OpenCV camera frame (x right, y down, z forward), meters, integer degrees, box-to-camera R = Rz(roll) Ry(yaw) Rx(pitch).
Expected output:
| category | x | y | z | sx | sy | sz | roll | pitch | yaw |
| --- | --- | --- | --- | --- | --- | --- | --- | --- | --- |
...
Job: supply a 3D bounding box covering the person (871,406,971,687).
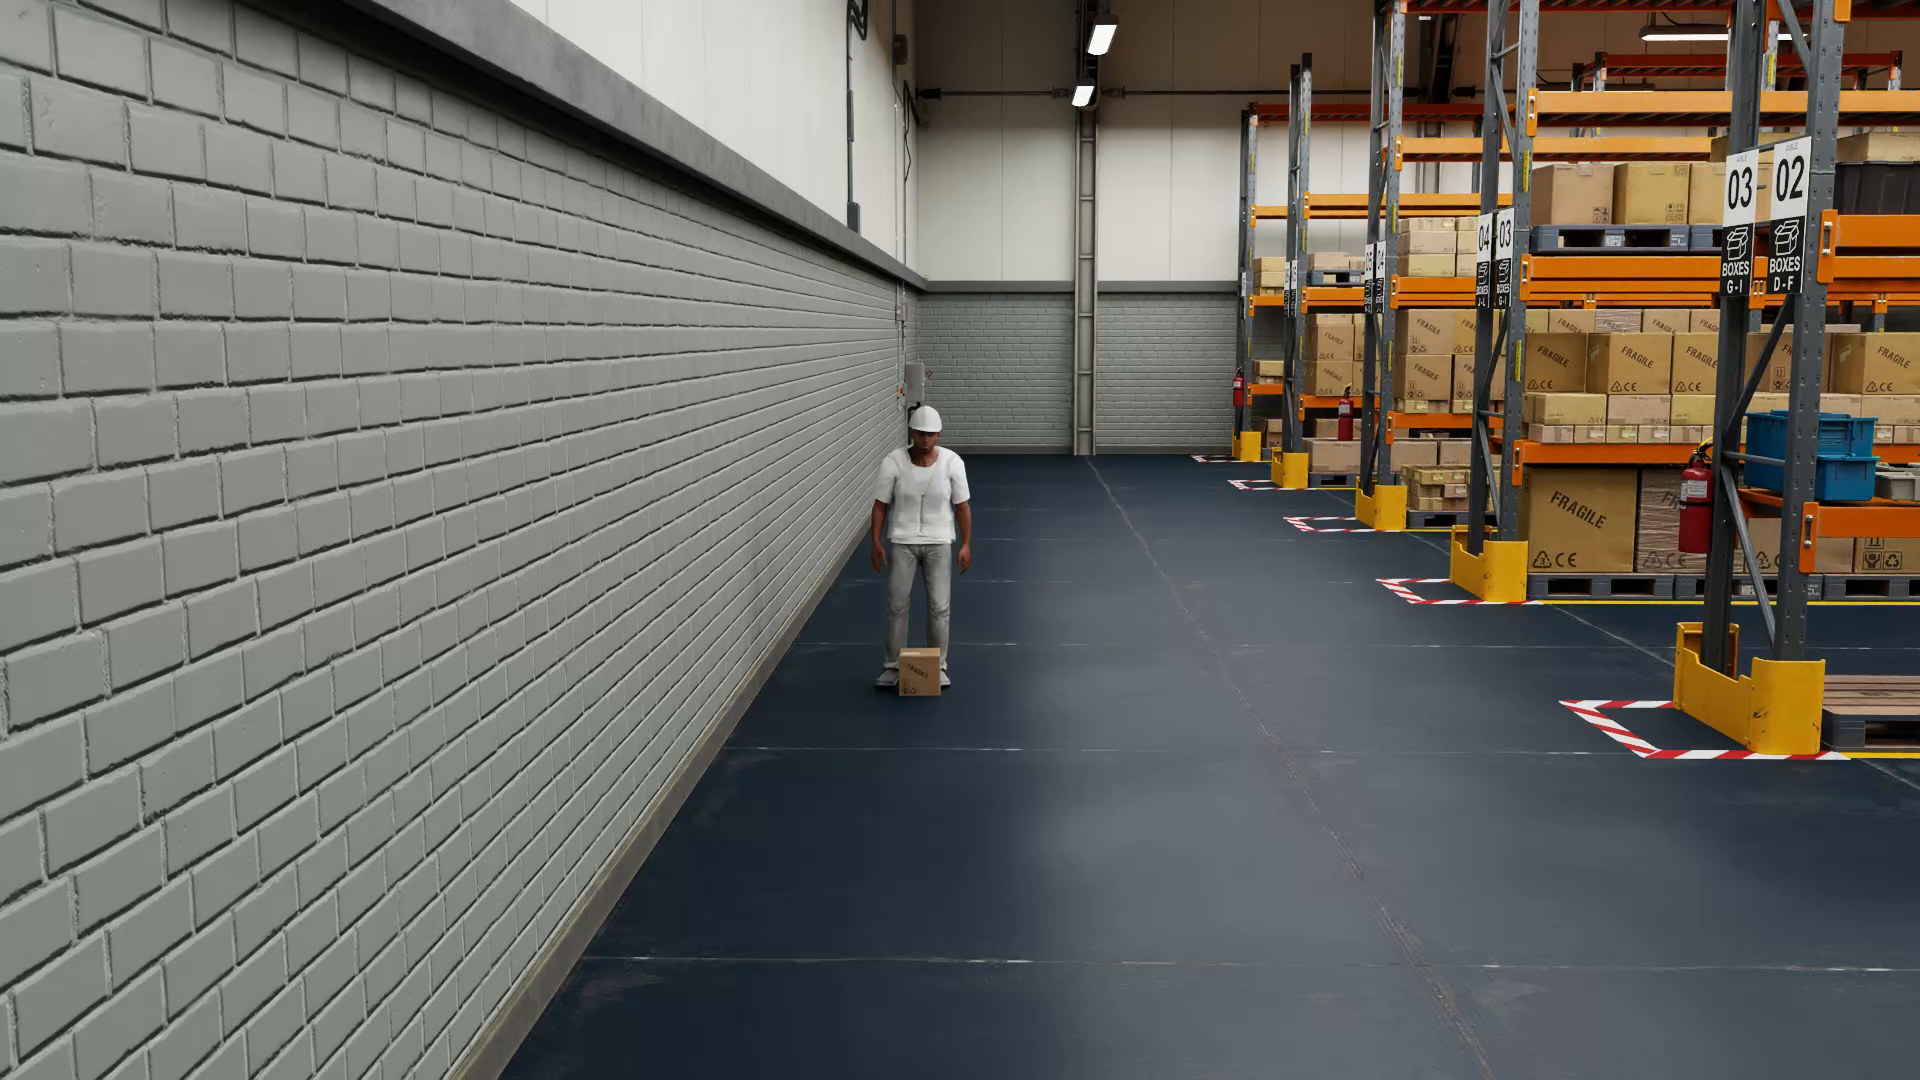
| category | x | y | z | sx | sy | sz | roll | pitch | yaw |
| --- | --- | --- | --- | --- | --- | --- | --- | --- | --- |
| person | -0.243 | 0.040 | 10.395 | 0.632 | 1.755 | 0.462 | 0 | 7 | -2 |
